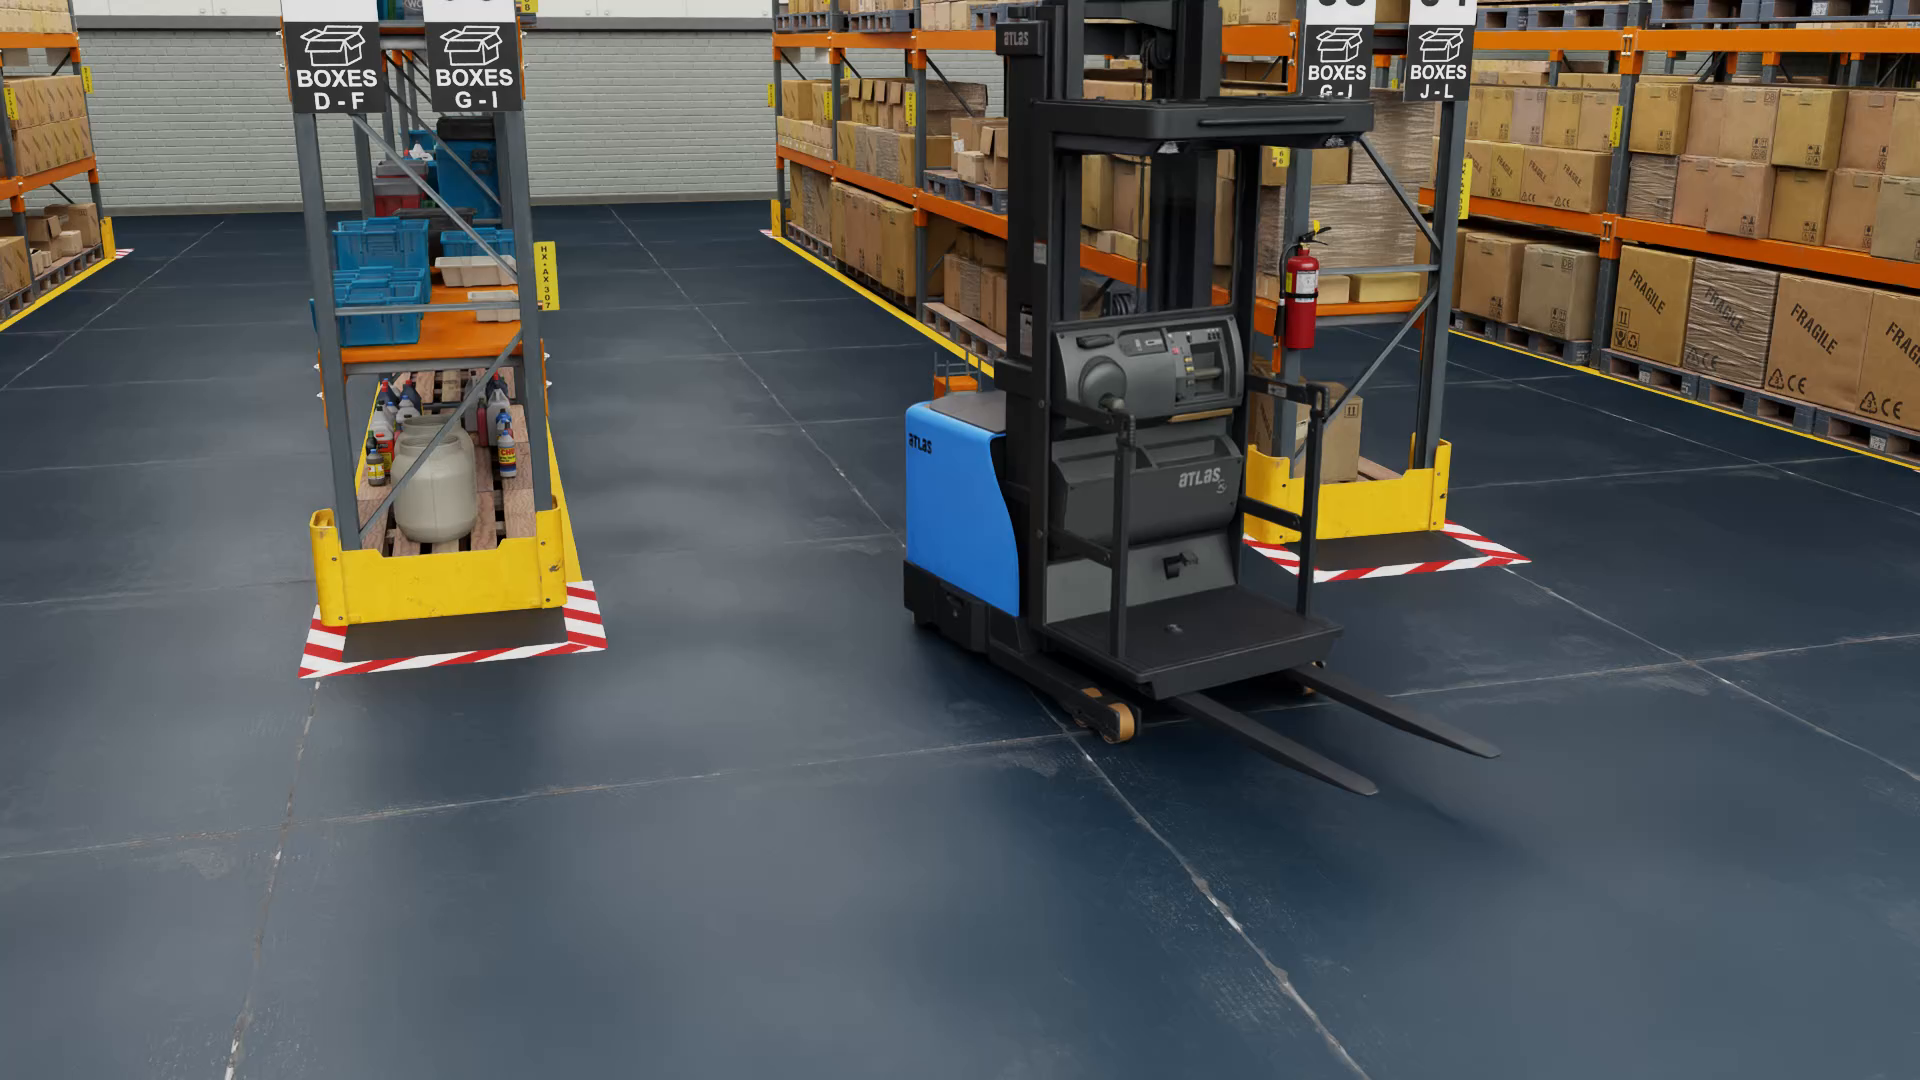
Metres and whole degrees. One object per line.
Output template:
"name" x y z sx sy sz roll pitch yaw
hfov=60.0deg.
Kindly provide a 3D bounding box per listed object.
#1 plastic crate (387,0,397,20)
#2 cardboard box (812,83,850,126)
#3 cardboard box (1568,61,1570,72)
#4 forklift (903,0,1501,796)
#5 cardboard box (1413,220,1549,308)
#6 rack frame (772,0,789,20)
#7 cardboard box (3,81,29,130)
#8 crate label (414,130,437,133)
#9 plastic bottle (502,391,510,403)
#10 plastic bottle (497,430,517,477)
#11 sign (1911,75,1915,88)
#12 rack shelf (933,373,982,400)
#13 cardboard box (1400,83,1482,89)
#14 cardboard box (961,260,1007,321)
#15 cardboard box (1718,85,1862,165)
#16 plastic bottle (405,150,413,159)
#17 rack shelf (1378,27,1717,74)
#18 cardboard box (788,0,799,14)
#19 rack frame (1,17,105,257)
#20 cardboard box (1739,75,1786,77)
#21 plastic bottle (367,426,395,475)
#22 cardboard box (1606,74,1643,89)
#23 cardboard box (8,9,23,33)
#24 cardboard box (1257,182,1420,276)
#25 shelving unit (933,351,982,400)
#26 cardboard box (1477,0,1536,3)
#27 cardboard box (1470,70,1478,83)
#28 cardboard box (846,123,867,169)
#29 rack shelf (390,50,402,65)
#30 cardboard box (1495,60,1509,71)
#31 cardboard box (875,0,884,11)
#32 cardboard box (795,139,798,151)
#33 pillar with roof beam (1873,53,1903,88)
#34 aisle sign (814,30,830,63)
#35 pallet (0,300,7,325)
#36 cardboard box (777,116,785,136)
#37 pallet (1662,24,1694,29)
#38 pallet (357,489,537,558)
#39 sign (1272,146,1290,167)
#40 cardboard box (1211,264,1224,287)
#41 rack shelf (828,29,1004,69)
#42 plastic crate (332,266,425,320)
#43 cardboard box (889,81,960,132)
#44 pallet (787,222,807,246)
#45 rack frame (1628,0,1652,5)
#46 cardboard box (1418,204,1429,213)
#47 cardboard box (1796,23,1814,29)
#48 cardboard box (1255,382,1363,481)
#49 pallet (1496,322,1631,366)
"plastic crate" -3.439 -3.072 9.621 0.336 0.188 0.450 -5 17 -15
"cardboard box" -1.564 -5.474 20.903 0.500 0.500 0.500 -5 17 -15
"cardboard box" 8.558 -6.598 23.164 0.380 0.149 0.250 -4 17 -14
"forklift" 0.914 -0.732 6.793 1.130 2.935 3.031 -10 19 -30
"cardboard box" 5.173 -2.764 16.620 1.050 0.750 0.750 -4 17 -14
"rack frame" -2.146 -8.779 23.037 1.000 3.000 0.127 -5 17 -15
"cardboard box" -10.432 -4.697 17.963 0.500 0.500 0.500 -4 17 -14
"crate label" -7.157 -5.369 22.298 0.416 0.233 0.303 -5 17 -15
"plastic bottle" -3.019 -0.855 11.041 0.061 0.283 0.133 -4 17 -12
"plastic bottle" -2.710 -0.519 9.944 0.097 0.271 0.097 0 17 0
"sign" 13.786 -6.576 24.118 0.100 0.325 0.005 -5 17 -15
"rack shelf" -0.015 -0.779 9.272 0.215 0.259 0.240 -5 17 -15
"cardboard box" 4.963 -4.459 17.172 0.700 0.500 0.500 -5 17 -16
"cardboard box" 0.420 -2.371 15.711 0.700 0.500 0.500 -6 18 -20
"cardboard box" 6.296 -3.132 12.527 0.875 0.550 0.550 -5 17 -15
"plastic bottle" -5.637 -3.808 17.000 0.144 0.351 0.185 -5 17 -15
"rack shelf" 5.399 -4.596 15.576 1.077 0.370 4.000 -5 17 -15
"cardboard box" -1.913 -7.335 22.365 0.700 0.500 0.500 -5 18 -17
"rack frame" -11.672 -5.124 21.296 1.000 3.000 0.127 -5 17 -15
"cardboard box" 12.432 -6.951 25.819 0.500 0.500 0.500 -4 17 -14
"plastic bottle" -3.481 -0.540 10.007 0.152 0.276 0.135 -5 17 -15
"cardboard box" 8.628 -5.688 21.262 0.500 0.500 0.500 -5 17 -17
"cardboard box" -10.602 -5.675 18.177 0.500 0.250 0.500 -5 17 -15
"cardboard box" 2.126 -1.825 9.623 0.875 0.500 0.500 -5 17 -15
"shelving unit" -0.015 -0.518 9.350 0.215 1.050 0.252 -5 17 -15
"cardboard box" 5.115 -5.202 15.594 0.500 0.311 0.500 -5 17 -16
"cardboard box" 7.676 -6.639 24.428 0.500 0.500 0.500 -5 17 -15
"cardboard box" -1.022 -4.562 19.250 0.500 0.500 0.500 -5 17 -15
"rack shelf" -5.260 -4.947 16.743 1.077 0.370 4.000 -5 17 -15
"cardboard box" 7.873 -6.767 23.726 0.380 0.149 0.250 -5 17 -16
"cardboard box" -0.530 -5.944 17.902 0.797 0.503 0.637 -5 17 -16
"cardboard box" -2.010 -5.306 22.339 0.380 0.149 0.250 -5 17 -16
"pillar with roof beam" 9.789 -8.773 23.017 9.100 9.000 0.400 -5 17 -15
"aisle sign" -1.878 -7.195 23.671 0.394 0.787 0.004 -5 17 -15
"pallet" -9.974 -2.122 16.150 1.003 0.211 1.213 -5 17 -15
"cardboard box" -2.274 -5.823 23.366 0.500 0.250 0.500 -5 17 -17
"pallet" 9.043 -6.306 20.345 1.003 0.211 1.213 -4 17 -13
"pallet" -2.796 0.004 9.071 1.003 0.211 1.213 -5 17 -15
"sign" 1.712 -2.148 8.827 0.100 0.325 0.005 -5 17 -15
"cardboard box" 1.734 -1.627 10.092 0.380 0.149 0.250 -5 17 -15
"rack shelf" -0.497 -5.339 18.047 1.077 0.370 4.000 -5 17 -15
"plastic crate" -3.110 -1.313 8.866 0.499 0.251 0.408 -5 17 -15
"cardboard box" -0.310 -4.606 17.653 0.797 0.503 0.637 -4 17 -14
"pallet" -1.851 -4.356 23.586 1.003 0.211 1.213 -5 17 -15
"rack frame" 5.948 -5.824 13.199 1.000 3.000 0.127 -5 17 -15
"cardboard box" 4.892 -3.631 18.636 0.500 0.250 0.500 -6 18 -18
"cardboard box" 9.504 -5.693 18.412 0.380 0.149 0.250 -5 17 -15
"cardboard box" 2.095 -0.658 10.045 0.500 0.500 0.500 -1 17 -5
"pallet" 5.664 -1.823 15.154 1.003 0.211 1.213 -5 17 -15
